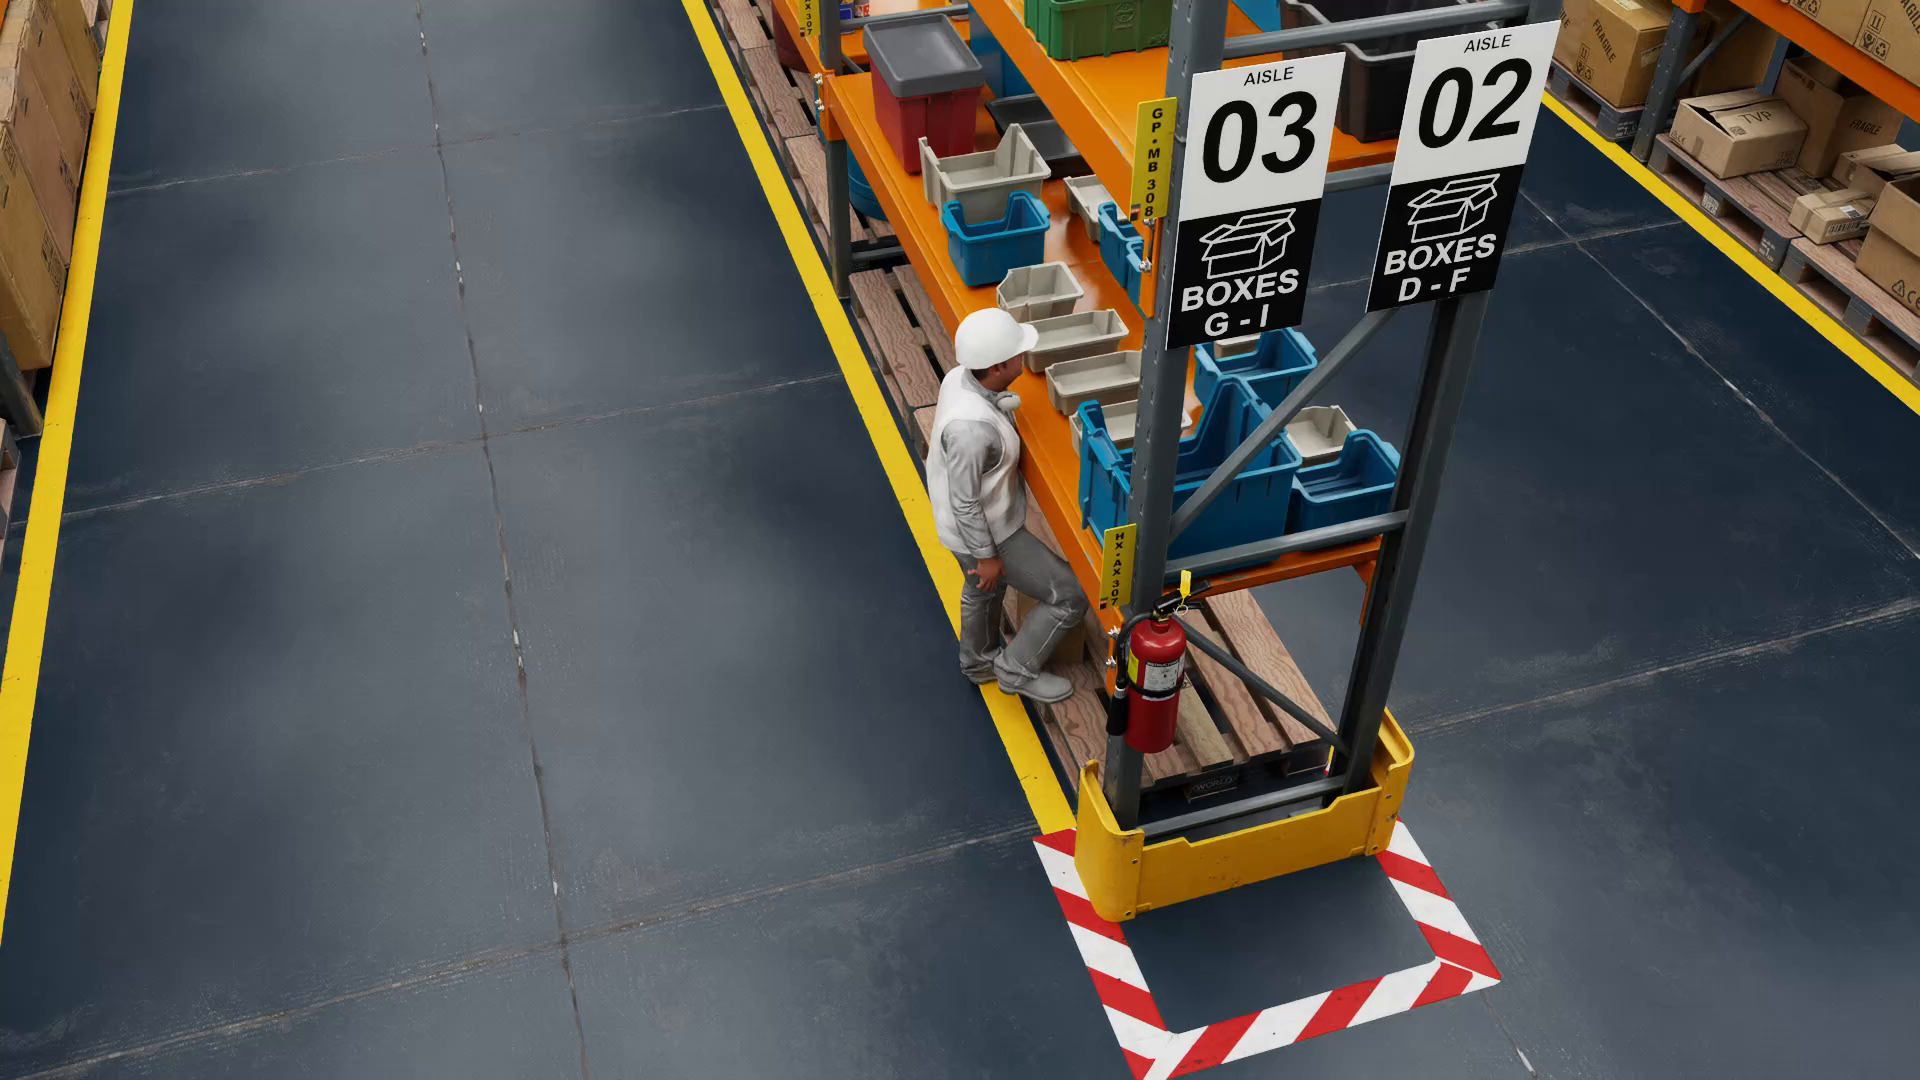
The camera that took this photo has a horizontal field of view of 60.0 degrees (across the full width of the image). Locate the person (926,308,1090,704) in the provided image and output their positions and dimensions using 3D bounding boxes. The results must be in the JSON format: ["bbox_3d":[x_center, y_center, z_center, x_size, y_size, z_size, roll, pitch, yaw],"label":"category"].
[{"bbox_3d":[0.184,-0.083,6.217,0.614,1.774,0.634,0,42,0],"label":"person"}]
